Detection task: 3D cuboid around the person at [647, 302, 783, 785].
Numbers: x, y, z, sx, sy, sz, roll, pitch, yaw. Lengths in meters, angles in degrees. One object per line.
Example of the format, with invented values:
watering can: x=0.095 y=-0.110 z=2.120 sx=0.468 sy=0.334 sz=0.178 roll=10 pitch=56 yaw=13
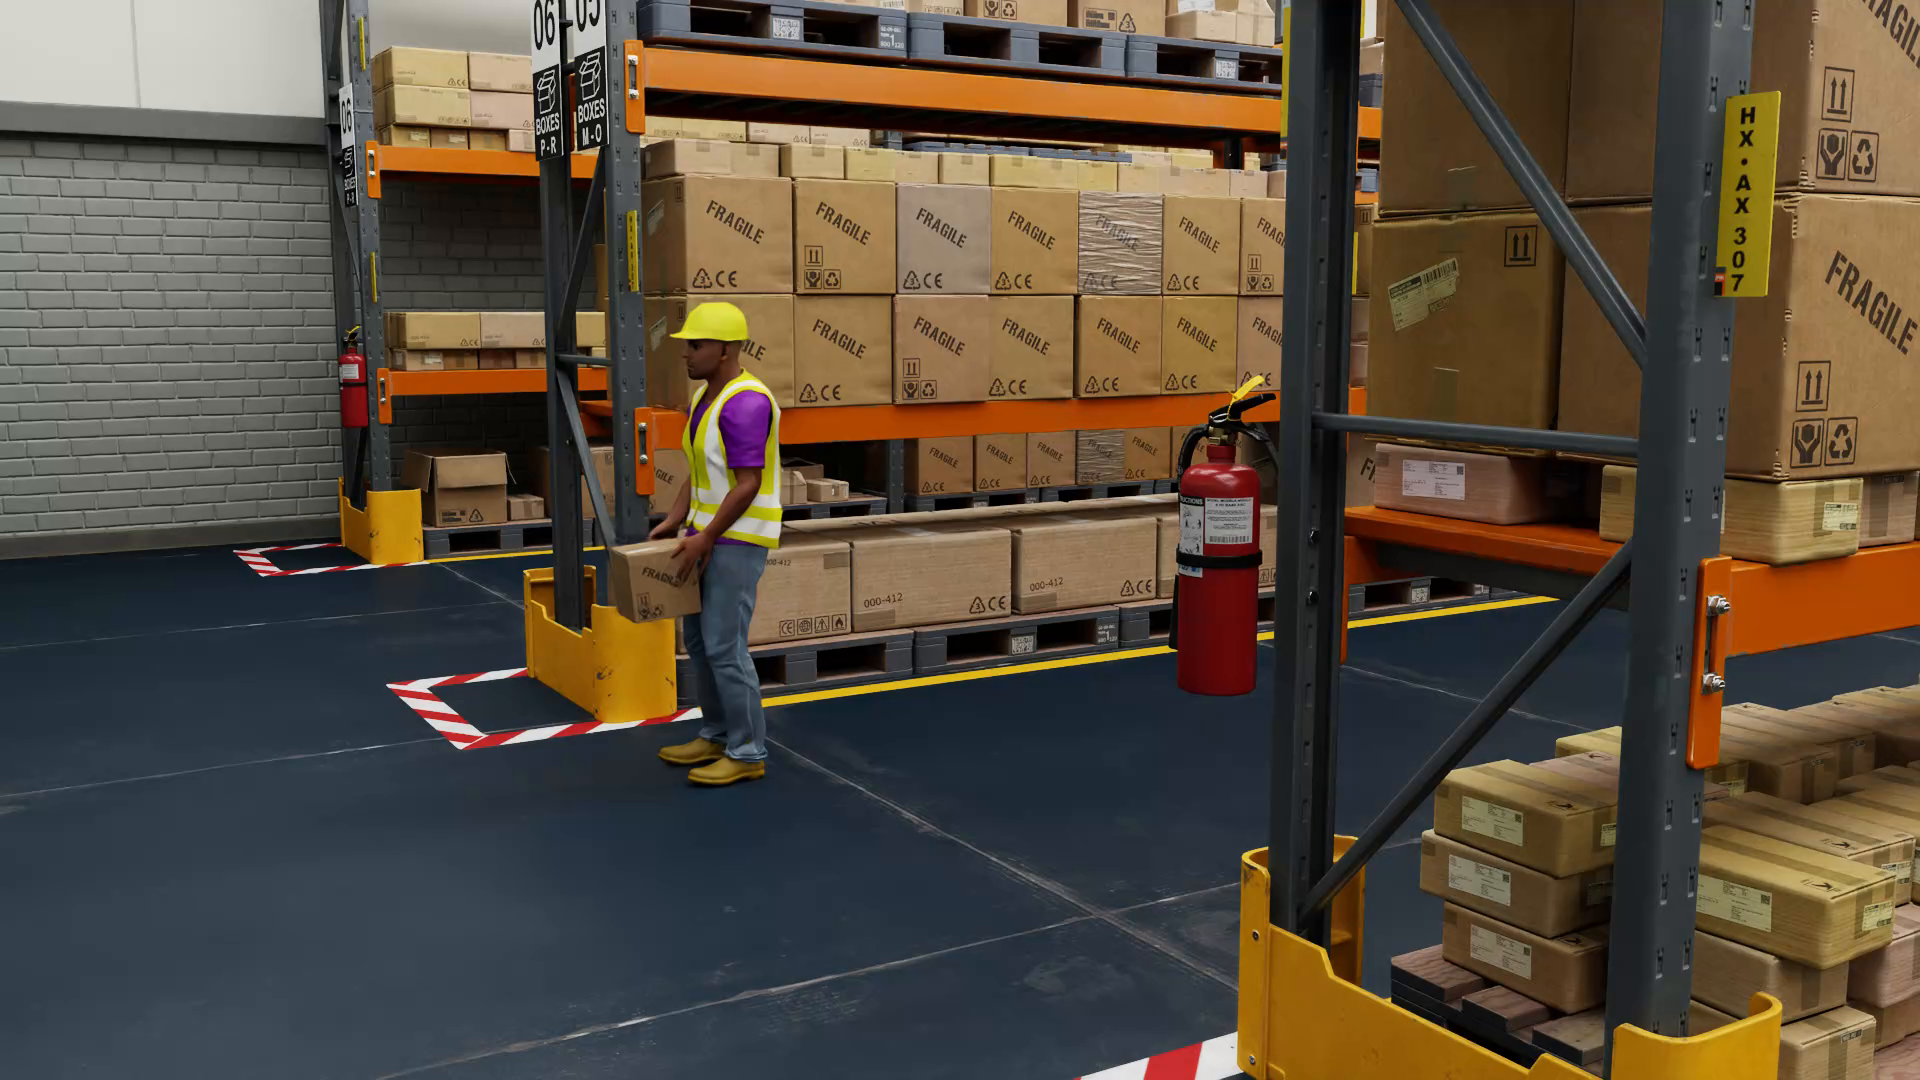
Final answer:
person: x=-0.905 y=0.008 z=6.180 sx=0.451 sy=1.767 sz=0.575 roll=-4 pitch=9 yaw=-26
